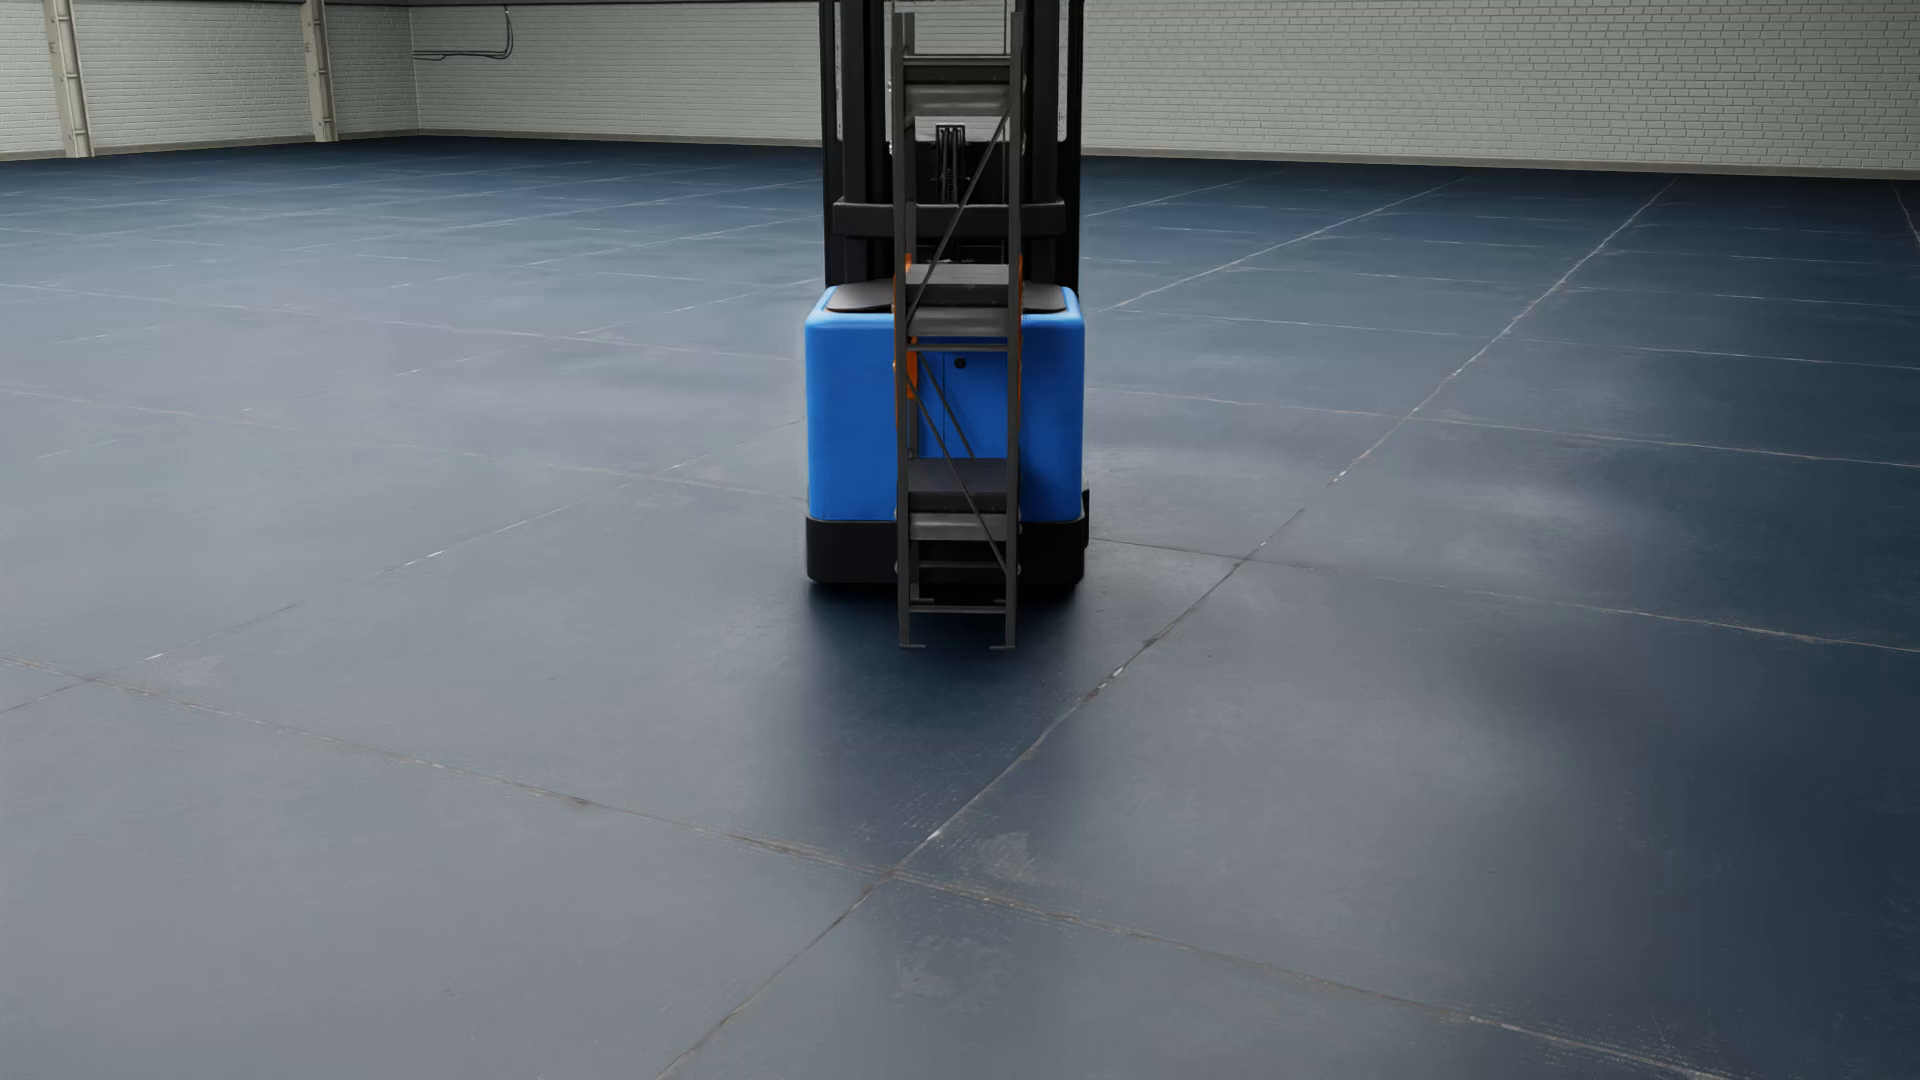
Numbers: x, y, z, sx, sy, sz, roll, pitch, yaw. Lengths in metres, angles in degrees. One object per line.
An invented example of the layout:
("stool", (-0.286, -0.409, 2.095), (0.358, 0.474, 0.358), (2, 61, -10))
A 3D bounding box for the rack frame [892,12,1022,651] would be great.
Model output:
("rack frame", (-0.010, -0.624, 5.435), (0.400, 2.100, 0.015), (1, 18, 3))

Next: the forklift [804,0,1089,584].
("forklift", (-0.031, -1.604, 7.275), (1.130, 2.935, 3.031), (0, 17, 1))

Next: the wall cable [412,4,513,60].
("wall cable", (-11.393, -12.152, 37.586), (3.097, 2.526, 0.112), (8, 18, 25))

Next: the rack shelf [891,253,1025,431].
("rack shelf", (0.002, -0.684, 5.672), (0.431, 0.518, 0.480), (1, 18, 3))

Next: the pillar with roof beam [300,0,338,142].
("pillar with roof beam", (-10.041, -12.511, 33.340), (9.100, 9.000, 0.400), (8, 18, 25))

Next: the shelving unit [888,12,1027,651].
("shelving unit", (0.002, -0.697, 5.668), (0.431, 2.100, 0.503), (1, 18, 3))

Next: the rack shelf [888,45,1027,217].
("rack shelf", (0.001, -1.352, 5.460), (0.431, 0.518, 0.480), (1, 18, 3))

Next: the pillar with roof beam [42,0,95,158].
("pillar with roof beam", (-12.722, -10.982, 28.195), (9.100, 9.000, 0.400), (8, 18, 25))

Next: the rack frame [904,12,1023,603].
("rack frame", (0.013, -0.771, 5.900), (0.400, 2.100, 0.015), (1, 18, 3))

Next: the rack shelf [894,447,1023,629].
("rack shelf", (0.003, -0.017, 5.883), (0.431, 0.518, 0.480), (1, 18, 3))
